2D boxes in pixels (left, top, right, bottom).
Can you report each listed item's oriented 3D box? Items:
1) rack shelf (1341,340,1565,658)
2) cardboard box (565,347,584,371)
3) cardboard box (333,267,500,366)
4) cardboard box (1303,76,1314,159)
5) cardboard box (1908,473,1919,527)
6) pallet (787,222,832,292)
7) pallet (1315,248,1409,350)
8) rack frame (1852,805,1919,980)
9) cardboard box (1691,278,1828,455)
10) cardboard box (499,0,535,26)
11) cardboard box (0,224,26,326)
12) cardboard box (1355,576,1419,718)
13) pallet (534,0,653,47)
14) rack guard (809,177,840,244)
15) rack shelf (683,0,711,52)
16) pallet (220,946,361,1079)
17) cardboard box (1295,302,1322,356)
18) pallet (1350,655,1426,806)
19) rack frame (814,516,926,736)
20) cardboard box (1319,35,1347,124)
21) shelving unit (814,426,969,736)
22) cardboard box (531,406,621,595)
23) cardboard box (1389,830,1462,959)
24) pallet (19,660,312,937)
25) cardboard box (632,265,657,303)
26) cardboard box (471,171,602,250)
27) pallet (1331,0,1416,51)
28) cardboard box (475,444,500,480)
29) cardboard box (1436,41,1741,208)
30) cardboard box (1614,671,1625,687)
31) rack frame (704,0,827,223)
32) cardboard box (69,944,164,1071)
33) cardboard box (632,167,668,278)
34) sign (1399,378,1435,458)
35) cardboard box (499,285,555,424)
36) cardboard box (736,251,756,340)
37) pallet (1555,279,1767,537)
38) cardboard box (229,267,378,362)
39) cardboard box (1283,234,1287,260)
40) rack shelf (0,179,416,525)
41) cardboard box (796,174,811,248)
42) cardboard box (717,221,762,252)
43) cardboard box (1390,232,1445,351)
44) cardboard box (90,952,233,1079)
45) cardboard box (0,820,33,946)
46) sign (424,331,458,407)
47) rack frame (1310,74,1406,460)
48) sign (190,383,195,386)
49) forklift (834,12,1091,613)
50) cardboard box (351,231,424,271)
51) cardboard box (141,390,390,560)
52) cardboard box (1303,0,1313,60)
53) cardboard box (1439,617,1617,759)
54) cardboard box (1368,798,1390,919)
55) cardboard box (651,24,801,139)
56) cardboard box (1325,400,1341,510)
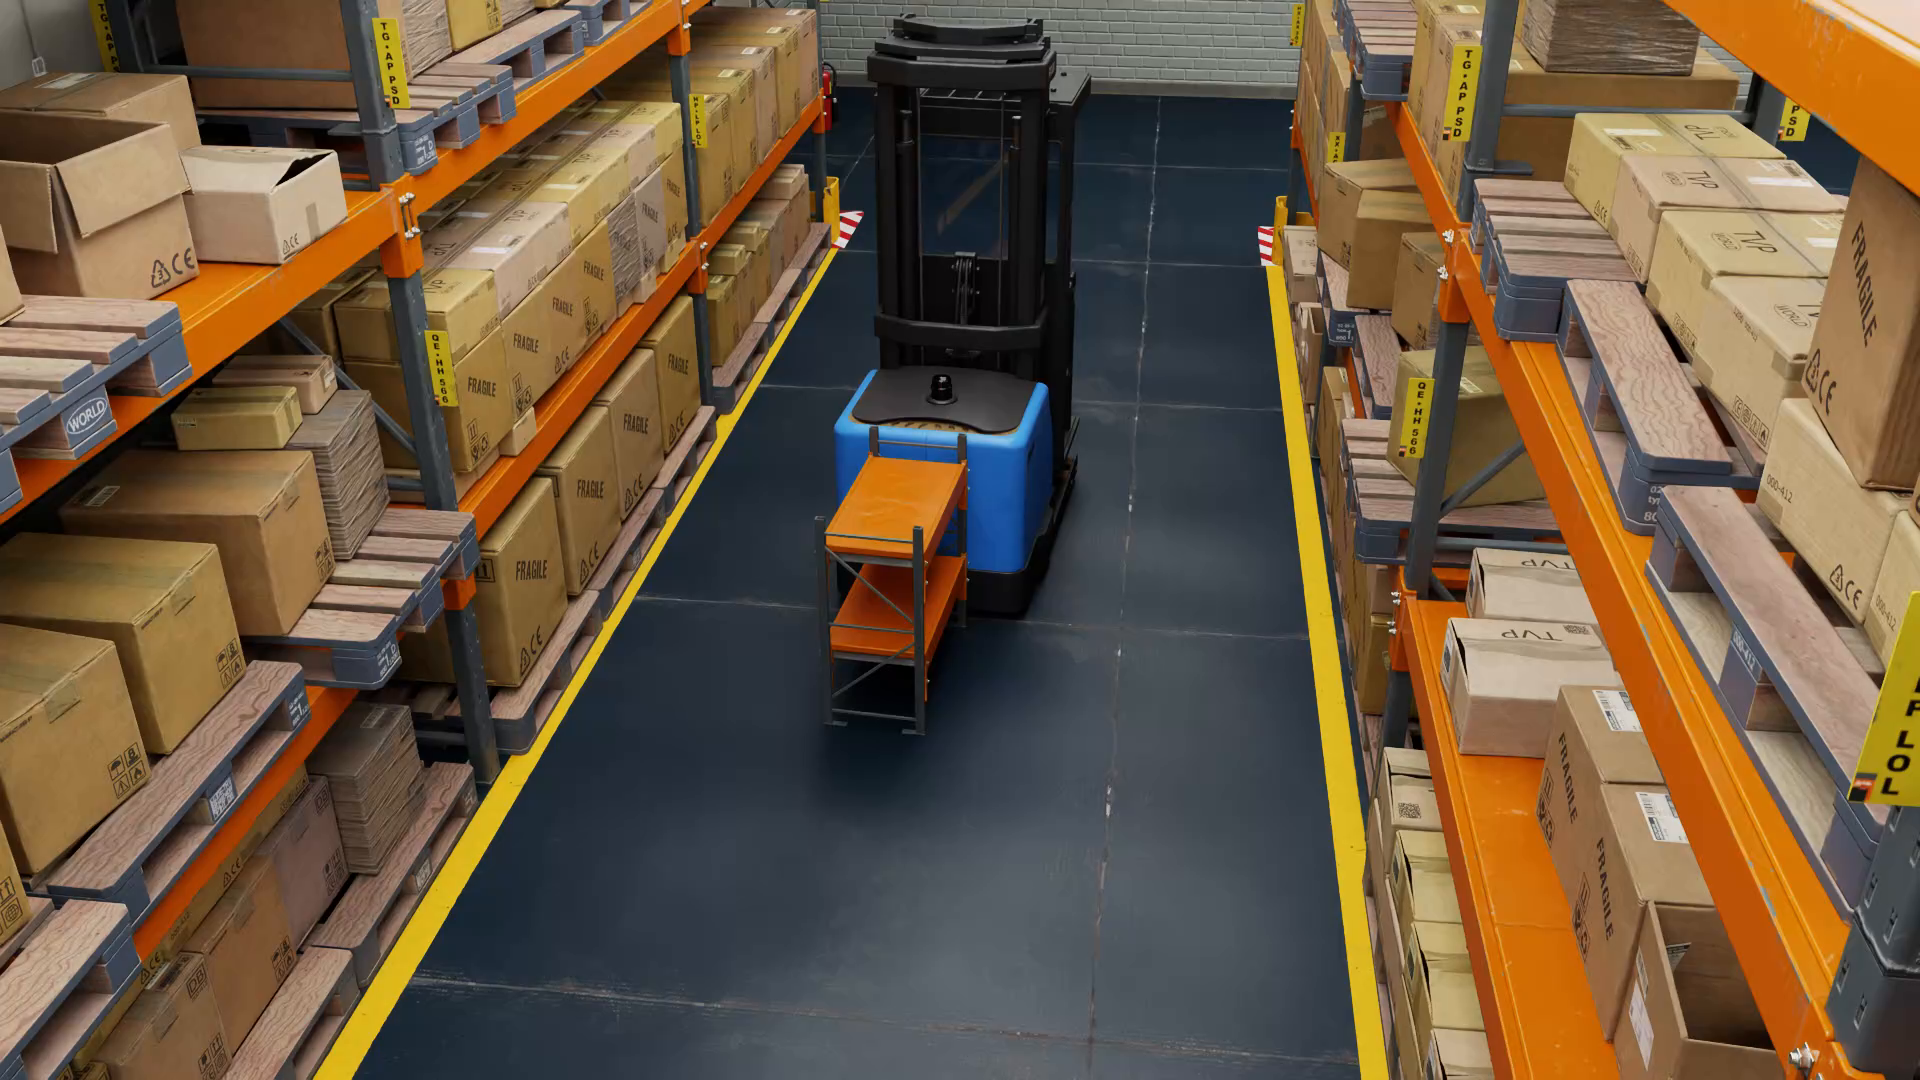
[{"bbox_3d":[2.519,-0.583,8.428,1.077,0.370,4.000,3,28,6],"label":"rack shelf"},{"bbox_3d":[-2.196,-1.007,8.700,0.380,0.149,0.250,4,29,6],"label":"cardboard box"},{"bbox_3d":[-2.328,-0.971,7.159,0.500,0.250,0.500,4,29,7],"label":"cardboard box"},{"bbox_3d":[2.815,-3.095,12.228,0.500,0.500,0.500,3,28,6],"label":"cardboard box"},{"bbox_3d":[1.898,-0.133,2.597,0.500,0.500,0.500,4,29,7],"label":"cardboard box"},{"bbox_3d":[-1.683,-2.402,13.986,1.003,0.211,1.213,3,28,6],"label":"pallet"},{"bbox_3d":[2.558,-1.387,9.364,1.003,0.211,1.213,3,28,6],"label":"pallet"},{"bbox_3d":[1.784,-0.717,1.592,1.000,3.000,0.127,3,28,6],"label":"rack frame"},{"bbox_3d":[2.079,-0.411,3.904,0.500,0.250,0.500,1,28,2],"label":"cardboard box"},{"bbox_3d":[-2.499,-2.780,8.016,0.700,0.500,0.500,3,28,6],"label":"cardboard box"},{"bbox_3d":[-2.836,-0.744,4.258,0.500,0.500,0.500,2,28,4],"label":"cardboard box"},{"bbox_3d":[2.155,0.494,7.841,0.500,0.500,0.500,4,29,8],"label":"cardboard box"},{"bbox_3d":[-2.216,-2.929,9.064,0.805,0.209,1.217,2,28,4],"label":"pallet"},{"bbox_3d":[-1.660,-2.921,14.645,1.175,0.500,0.348,3,28,6],"label":"rack guard"},{"bbox_3d":[-1.908,-4.073,11.743,1.077,0.370,4.000,3,28,6],"label":"rack shelf"},{"bbox_3d":[-2.892,1.923,5.957,1.003,0.211,1.213,3,28,6],"label":"pallet"},{"bbox_3d":[2.644,-1.489,11.722,0.500,0.311,0.500,3,28,6],"label":"cardboard box"},{"bbox_3d":[2.403,0.920,7.820,1.003,0.211,1.213,3,28,6],"label":"pallet"},{"bbox_3d":[-0.413,0.417,7.790,0.500,1.125,0.032,5,29,10],"label":"rack frame"},{"bbox_3d":[2.691,-3.057,11.102,0.500,0.500,0.500,4,29,7],"label":"cardboard box"},{"bbox_3d":[-0.313,0.181,8.229,0.538,1.125,1.048,5,29,10],"label":"shelving unit"},{"bbox_3d":[-2.309,-0.234,8.845,0.750,0.750,0.750,3,28,6],"label":"cardboard box"},{"bbox_3d":[1.862,1.298,6.044,0.500,0.311,0.500,3,28,5],"label":"cardboard box"},{"bbox_3d":[-2.845,0.774,5.353,1.003,0.211,1.213,3,28,6],"label":"pallet"},{"bbox_3d":[-1.971,-1.483,9.583,0.380,0.149,0.250,3,28,6],"label":"cardboard box"},{"bbox_3d":[-2.153,-1.686,8.487,0.500,0.250,0.500,3,28,5],"label":"cardboard box"},{"bbox_3d":[2.614,-2.776,8.776,1.213,0.211,1.003,3,28,6],"label":"pallet"},{"bbox_3d":[-2.333,-0.402,7.578,0.380,0.149,0.250,4,29,7],"label":"cardboard box"},{"bbox_3d":[2.294,-1.530,6.160,0.910,0.500,0.500,3,28,6],"label":"cardboard box"},{"bbox_3d":[2.438,0.592,5.754,0.380,0.149,0.250,3,28,6],"label":"cardboard box"},{"bbox_3d":[-1.663,-4.010,14.031,1.000,3.000,0.127,3,28,6],"label":"rack frame"},{"bbox_3d":[-2.949,1.415,5.342,0.500,0.250,0.500,3,28,5],"label":"cardboard box"},{"bbox_3d":[-2.012,-1.839,9.560,0.500,0.500,0.500,4,29,7],"label":"cardboard box"},{"bbox_3d":[1.734,-0.460,6.305,0.100,0.325,0.005,3,28,6],"label":"sign"},{"bbox_3d":[-2.256,-0.888,7.796,0.500,0.500,0.500,4,29,8],"label":"cardboard box"},{"bbox_3d":[-1.895,-1.794,12.110,0.700,0.500,0.500,3,28,6],"label":"cardboard box"},{"bbox_3d":[2.145,-0.345,4.264,1.003,0.211,1.213,5,29,9],"label":"pallet"},{"bbox_3d":[-2.845,-0.987,7.189,0.500,0.250,0.500,4,29,8],"label":"cardboard box"},{"bbox_3d":[2.831,-2.376,13.521,0.380,0.166,0.250,3,28,6],"label":"cardboard box"},{"bbox_3d":[-2.888,-0.307,4.753,1.077,0.370,4.000,3,28,6],"label":"rack shelf"},{"bbox_3d":[-1.649,-2.759,13.902,0.700,0.500,0.500,3,28,6],"label":"cardboard box"},{"bbox_3d":[-1.673,-2.240,12.254,0.380,0.149,0.250,3,28,5],"label":"cardboard box"},{"bbox_3d":[2.609,-1.235,8.332,0.700,0.500,0.500,-4,29,-7],"label":"cardboard box"},{"bbox_3d":[-2.943,1.714,5.578,0.700,0.500,0.500,4,29,7],"label":"cardboard box"},{"bbox_3d":[-2.961,0.900,4.347,0.700,0.500,0.500,6,29,11],"label":"cardboard box"},{"bbox_3d":[-2.103,-0.692,6.735,0.100,0.325,0.005,3,28,6],"label":"sign"},{"bbox_3d":[2.764,-1.841,10.005,1.000,3.000,0.127,3,28,6],"label":"rack frame"},{"bbox_3d":[-3.194,-0.785,6.824,0.100,0.325,0.005,3,28,6],"label":"sign"},{"bbox_3d":[0.126,-1.583,9.598,1.130,2.935,3.031,6,29,10],"label":"forklift"},{"bbox_3d":[-2.778,-1.231,7.641,0.500,0.250,0.500,2,28,5],"label":"cardboard box"},{"bbox_3d":[-2.691,-0.260,6.502,0.700,0.500,0.500,0,28,0],"label":"cardboard box"},{"bbox_3d":[2.938,-4.015,12.880,0.500,0.500,0.500,4,29,8],"label":"cardboard box"},{"bbox_3d":[1.972,0.491,5.771,0.500,0.311,0.500,3,28,6],"label":"cardboard box"},{"bbox_3d":[1.918,1.297,6.637,0.500,0.250,0.500,3,28,6],"label":"cardboard box"},{"bbox_3d":[-1.794,-3.559,12.877,0.980,0.700,0.700,3,28,6],"label":"cardboard box"},{"bbox_3d":[2.408,-0.469,9.630,0.500,0.500,0.500,4,29,7],"label":"cardboard box"}]
